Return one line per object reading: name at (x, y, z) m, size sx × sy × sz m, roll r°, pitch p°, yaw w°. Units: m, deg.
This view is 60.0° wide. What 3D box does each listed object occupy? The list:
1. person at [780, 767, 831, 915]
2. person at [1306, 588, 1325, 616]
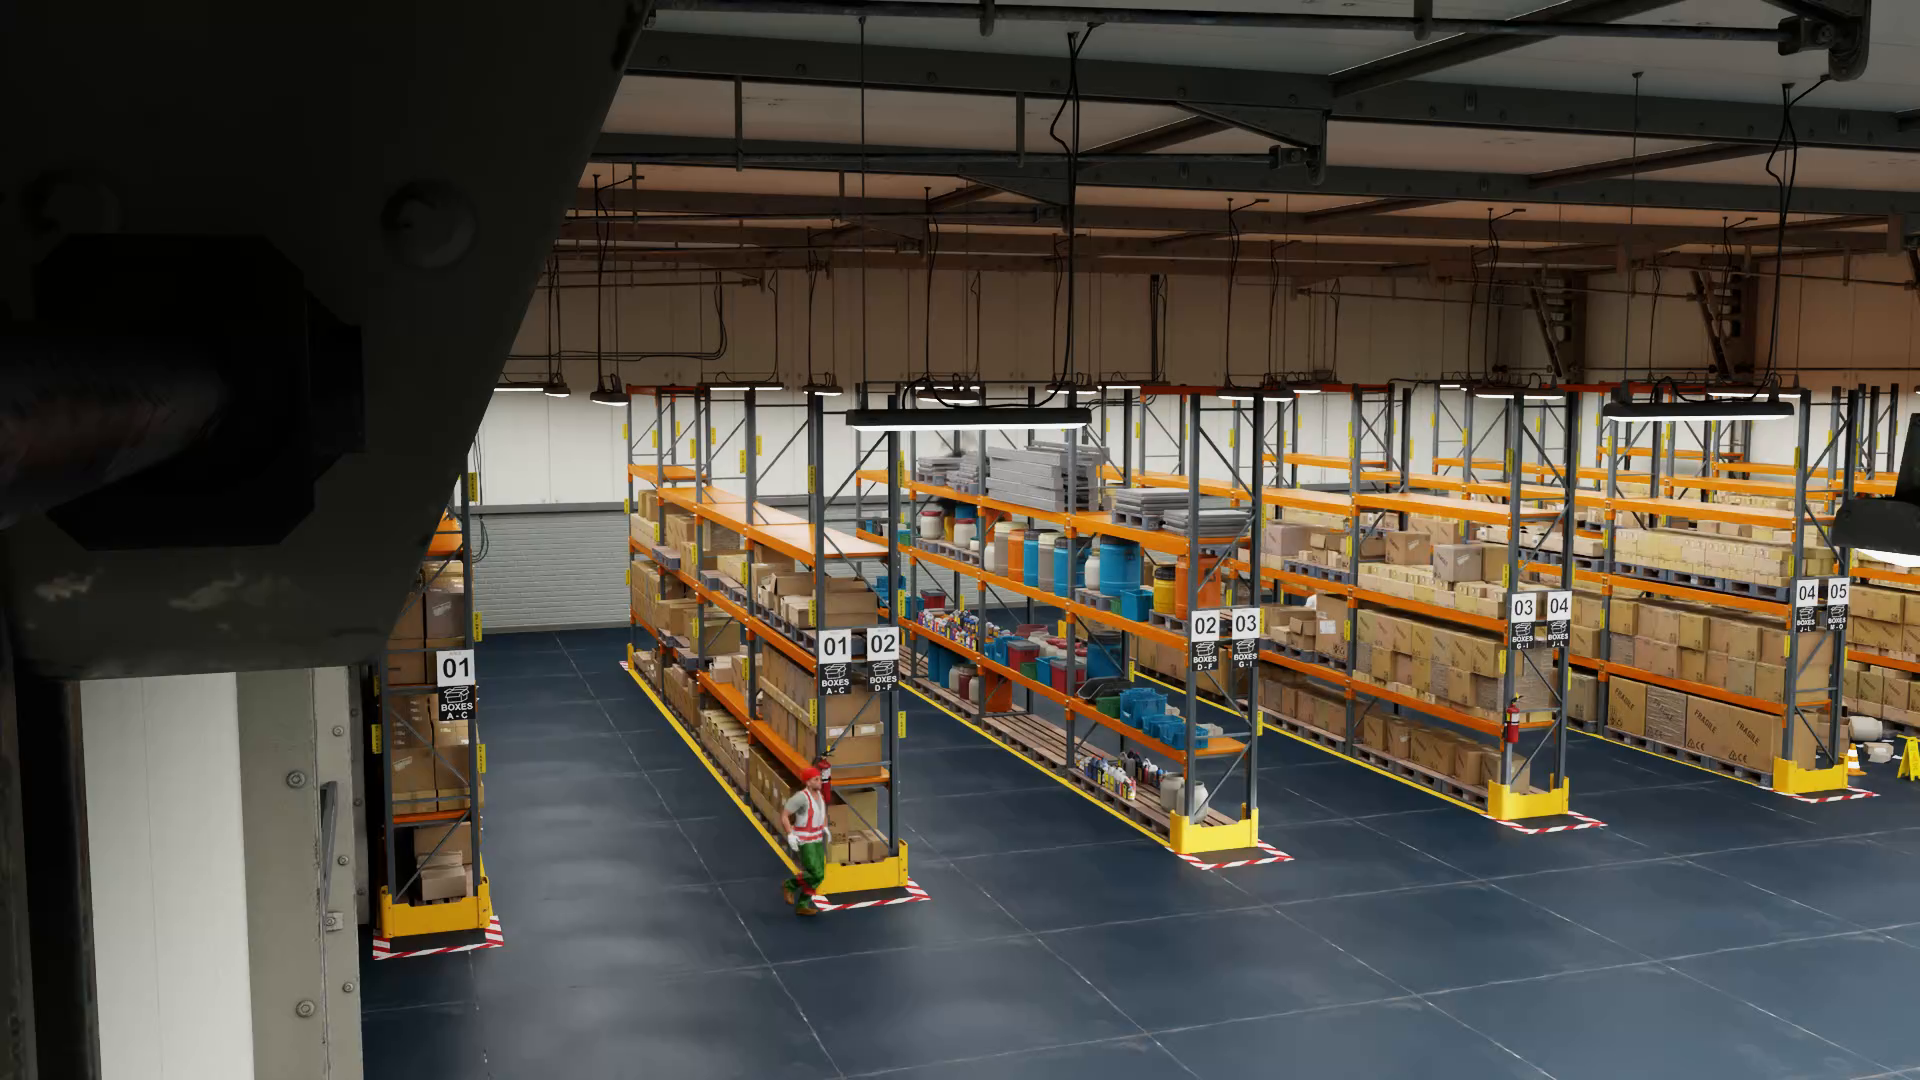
person at (-1.765, 3.491, 19.300) m, size 0.559 × 1.735 × 0.723 m, roll 3°, pitch 7°, yaw 28°
person at (7.561, 1.826, 35.178) m, size 0.705 × 1.841 × 1.023 m, roll -2°, pitch 6°, yaw -18°
